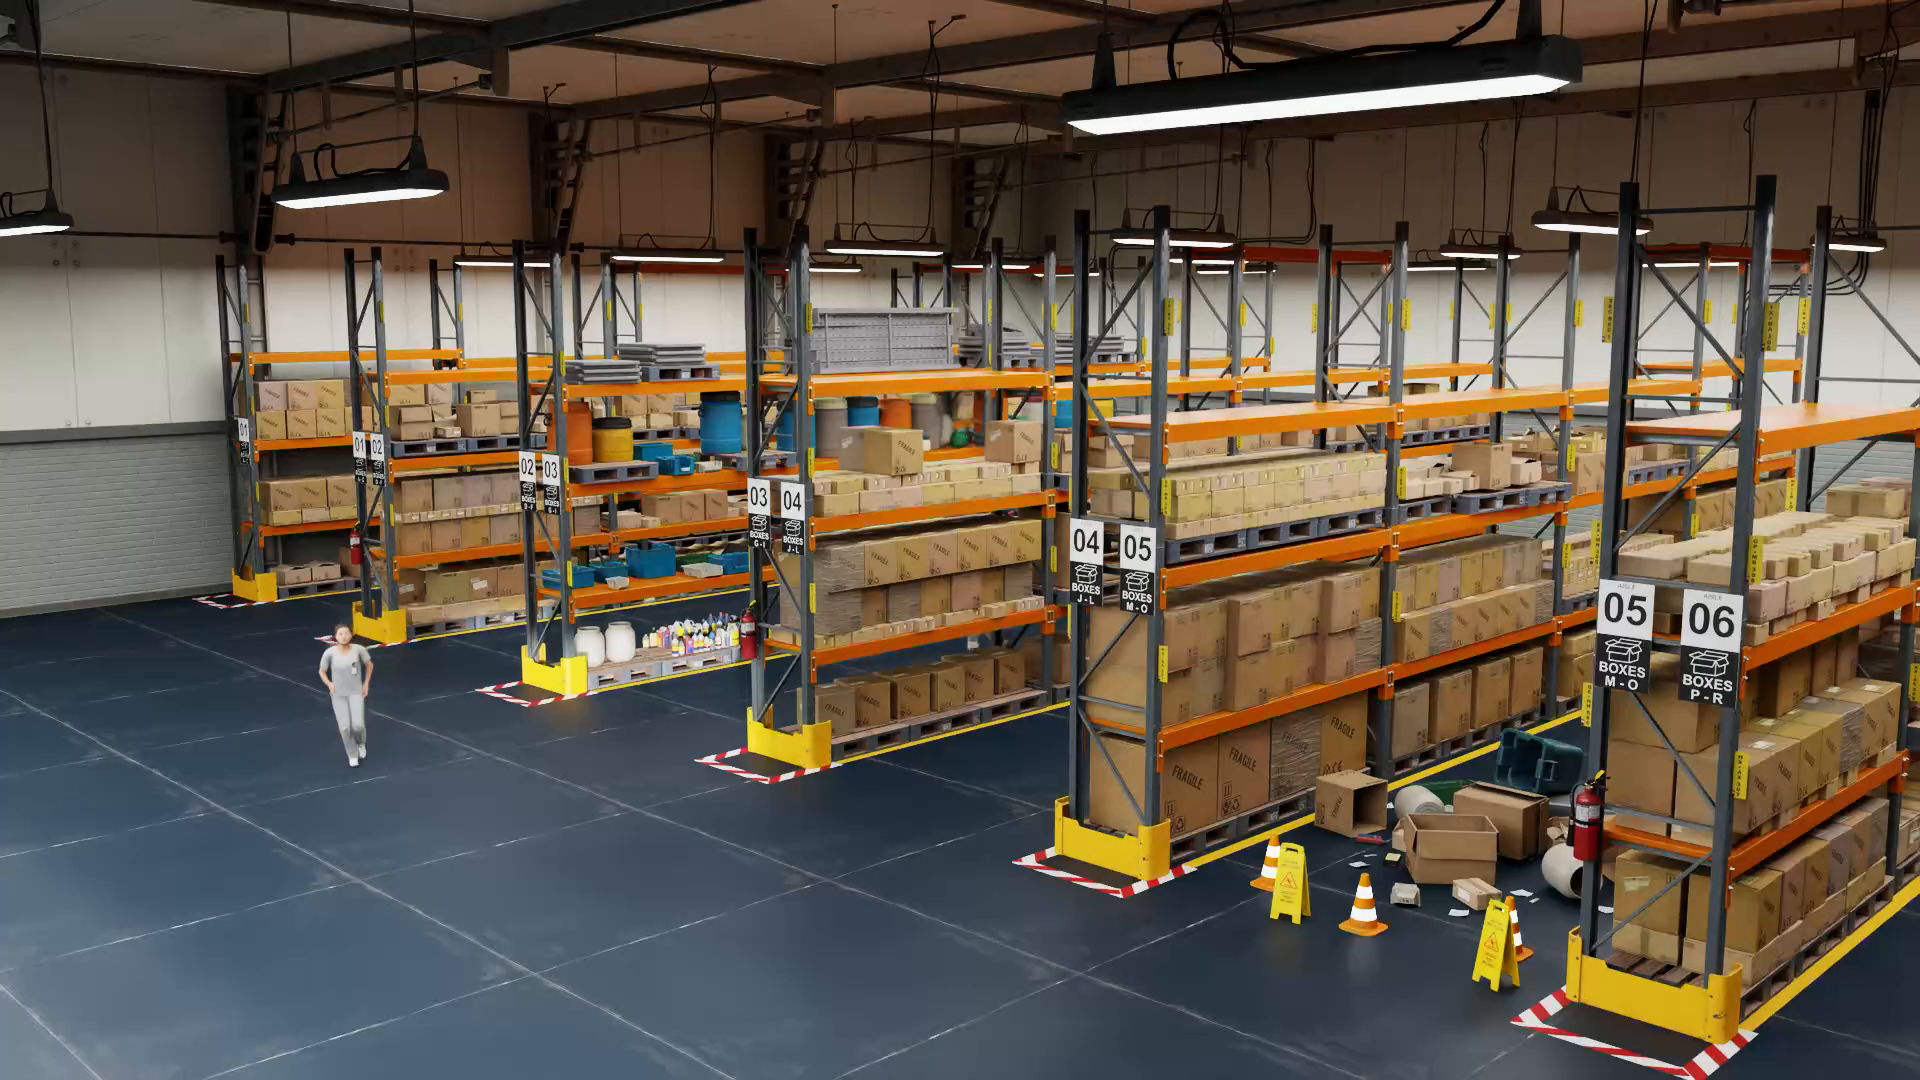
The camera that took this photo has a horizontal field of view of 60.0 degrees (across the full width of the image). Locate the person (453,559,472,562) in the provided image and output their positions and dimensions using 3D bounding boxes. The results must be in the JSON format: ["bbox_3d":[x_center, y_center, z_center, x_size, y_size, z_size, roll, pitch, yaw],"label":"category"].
[{"bbox_3d":[-8.676,0.325,28.680,0.716,1.591,0.823,6,10,37],"label":"person"}]

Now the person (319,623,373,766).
[{"bbox_3d":[-6.862,1.732,18.610,0.567,1.631,0.553,-3,8,-17],"label":"person"}]

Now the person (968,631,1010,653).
[{"bbox_3d":[0.336,0.886,23.397,0.660,1.765,0.873,8,11,44],"label":"person"}]

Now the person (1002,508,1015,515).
[{"bbox_3d":[1.111,-0.129,31.760,0.857,1.578,0.558,-8,11,-43],"label":"person"}]
